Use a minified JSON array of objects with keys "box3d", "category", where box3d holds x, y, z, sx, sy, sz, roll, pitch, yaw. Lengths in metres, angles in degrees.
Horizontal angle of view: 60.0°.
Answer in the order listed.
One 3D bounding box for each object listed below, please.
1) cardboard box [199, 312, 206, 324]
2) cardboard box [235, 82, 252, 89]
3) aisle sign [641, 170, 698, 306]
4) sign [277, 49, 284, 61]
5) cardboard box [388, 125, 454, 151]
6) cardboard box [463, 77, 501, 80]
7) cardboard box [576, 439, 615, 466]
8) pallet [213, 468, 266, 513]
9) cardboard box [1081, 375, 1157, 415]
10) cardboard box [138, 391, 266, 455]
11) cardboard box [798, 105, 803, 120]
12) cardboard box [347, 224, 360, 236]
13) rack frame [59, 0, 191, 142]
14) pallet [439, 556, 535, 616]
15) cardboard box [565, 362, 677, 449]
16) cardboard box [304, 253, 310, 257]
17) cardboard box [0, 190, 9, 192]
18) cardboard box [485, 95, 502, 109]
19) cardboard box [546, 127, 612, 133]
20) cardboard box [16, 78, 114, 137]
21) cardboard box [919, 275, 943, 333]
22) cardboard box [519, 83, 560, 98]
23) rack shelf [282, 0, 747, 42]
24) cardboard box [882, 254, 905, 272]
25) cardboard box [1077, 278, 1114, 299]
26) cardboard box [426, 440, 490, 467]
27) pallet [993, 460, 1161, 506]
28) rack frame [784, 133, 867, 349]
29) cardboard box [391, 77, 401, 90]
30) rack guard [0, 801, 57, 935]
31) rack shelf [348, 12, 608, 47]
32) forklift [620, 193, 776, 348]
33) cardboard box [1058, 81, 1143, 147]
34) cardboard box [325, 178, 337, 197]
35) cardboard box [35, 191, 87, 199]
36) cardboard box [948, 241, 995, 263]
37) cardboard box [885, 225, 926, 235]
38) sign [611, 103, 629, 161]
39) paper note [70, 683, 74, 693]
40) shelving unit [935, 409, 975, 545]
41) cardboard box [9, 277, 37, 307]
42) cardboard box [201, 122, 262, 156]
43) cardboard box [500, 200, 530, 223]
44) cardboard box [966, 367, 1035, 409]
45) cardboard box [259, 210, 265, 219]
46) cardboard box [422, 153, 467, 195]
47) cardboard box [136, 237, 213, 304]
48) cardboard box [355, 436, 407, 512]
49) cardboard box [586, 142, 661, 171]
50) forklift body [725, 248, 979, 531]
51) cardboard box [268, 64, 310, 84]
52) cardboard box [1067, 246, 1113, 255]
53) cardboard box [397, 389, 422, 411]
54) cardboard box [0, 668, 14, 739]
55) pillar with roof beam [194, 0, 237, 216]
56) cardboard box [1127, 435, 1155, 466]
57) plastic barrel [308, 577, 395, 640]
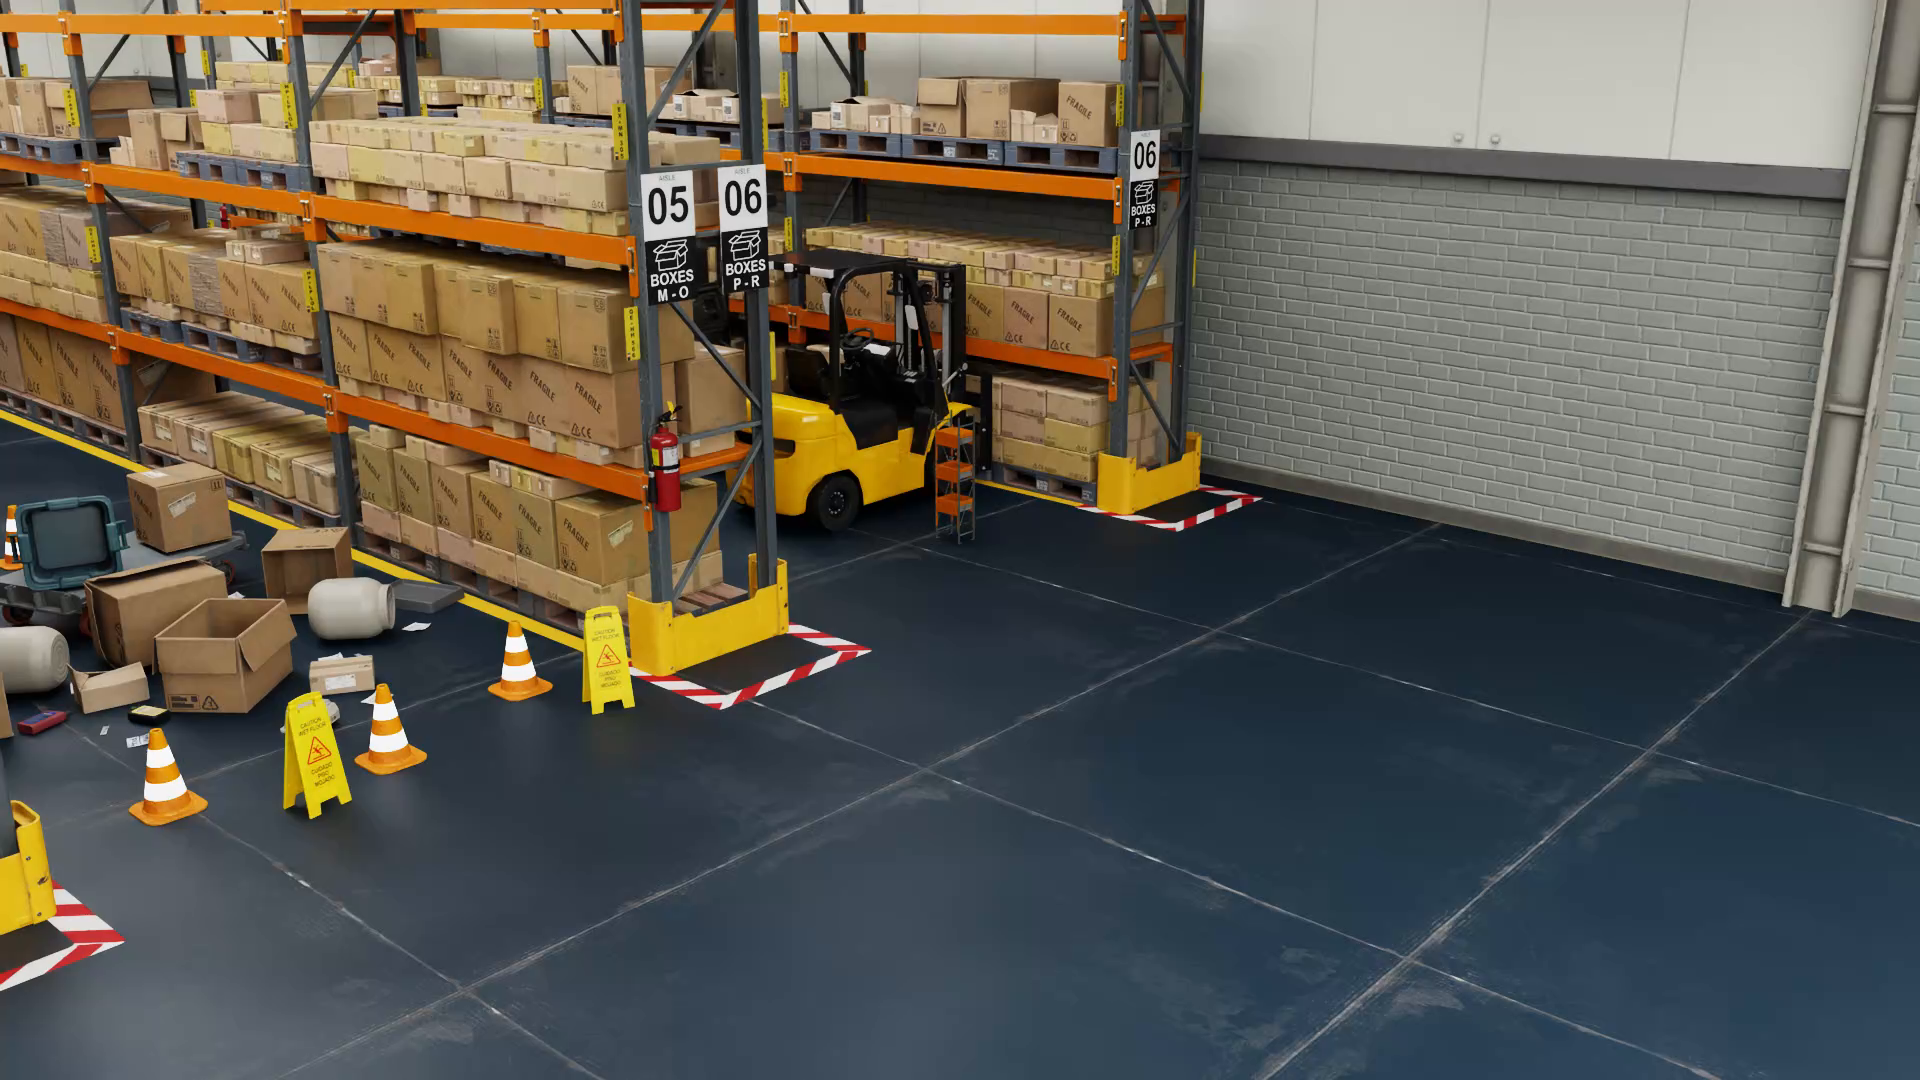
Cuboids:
[{"box3d":[-6.467,-1.996,14.664,0.250,0.149,0.380,16,24,41],"category":"cardboard box"},{"box3d":[-9.758,-6.273,23.217,0.500,0.250,0.500,16,23,40],"category":"cardboard box"},{"box3d":[-1.774,-1.846,10.172,0.004,0.787,0.394,15,23,39],"category":"aisle sign"},{"box3d":[-9.919,-6.995,24.270,0.005,0.325,0.100,15,23,39],"category":"sign"},{"box3d":[-3.797,-2.843,11.750,0.250,0.149,0.380,14,22,37],"category":"cardboard box"},{"box3d":[-5.839,-5.580,20.342,0.250,0.149,0.380,16,23,41],"category":"cardboard box"},{"box3d":[-2.312,-0.618,11.015,0.250,0.149,0.380,15,23,39],"category":"cardboard box"},{"box3d":[-6.119,-0.560,15.027,1.213,0.211,1.003,15,23,39],"category":"pallet"},{"box3d":[1.430,-1.314,14.993,0.500,0.250,0.500,15,23,38],"category":"cardboard box"},{"box3d":[-7.195,-1.123,15.842,0.625,0.372,0.950,13,22,36],"category":"cardboard box"},{"box3d":[-1.832,-4.385,17.066,0.250,0.149,0.380,15,23,39],"category":"cardboard box"},{"box3d":[-7.926,-4.153,22.153,0.250,0.149,0.380,16,24,41],"category":"cardboard box"},{"box3d":[-7.611,-5.151,14.965,0.127,3.000,1.000,15,23,39],"category":"rack frame"},{"box3d":[-3.177,0.213,12.593,1.213,0.211,1.003,15,23,39],"category":"pallet"},{"box3d":[-2.216,-0.921,10.898,0.500,0.500,0.500,15,23,38],"category":"cardboard box"},{"box3d":[-5.515,-2.240,14.359,0.500,0.500,0.500,15,23,39],"category":"cardboard box"},{"box3d":[-10.465,-3.465,17.754,0.500,0.500,0.500,15,23,40],"category":"cardboard box"},{"box3d":[-5.320,-5.135,19.464,0.250,0.149,0.380,15,23,39],"category":"cardboard box"},{"box3d":[-2.632,-2.770,11.520,0.250,0.149,0.380,16,24,41],"category":"cardboard box"},{"box3d":[-8.478,-4.125,15.831,0.500,0.500,0.700,14,22,37],"category":"cardboard box"},{"box3d":[-0.027,-2.203,15.431,0.500,0.500,0.500,15,23,40],"category":"cardboard box"},{"box3d":[-4.773,-5.107,18.884,0.250,0.149,0.380,16,24,41],"category":"cardboard box"},{"box3d":[-3.123,-3.602,11.279,4.000,0.370,1.077,15,23,39],"category":"rack shelf"},{"box3d":[-0.525,-2.628,15.697,0.250,0.149,0.380,15,23,39],"category":"cardboard box"},{"box3d":[1.219,-2.172,14.259,0.250,0.149,0.380,15,23,40],"category":"cardboard box"},{"box3d":[-3.715,-0.670,12.303,0.250,0.149,0.380,17,24,42],"category":"cardboard box"},{"box3d":[1.065,-0.624,15.228,1.213,0.211,1.003,15,23,39],"category":"pallet"},{"box3d":[-1.327,-2.612,16.883,0.127,3.000,1.000,15,23,39],"category":"rack frame"},{"box3d":[-6.760,-5.615,20.451,0.250,0.149,0.380,15,23,38],"category":"cardboard box"},{"box3d":[-4.820,1.651,7.582,0.348,0.500,1.175,15,23,39],"category":"rack guard"},{"box3d":[-5.815,-6.143,19.941,4.000,0.370,1.077,15,23,39],"category":"rack shelf"},{"box3d":[-2.387,-2.205,15.713,3.031,2.935,1.130,11,21,32],"category":"forklift"},{"box3d":[1.171,-3.568,13.911,0.500,0.500,0.500,16,24,41],"category":"cardboard box"},{"box3d":[-4.548,-2.679,12.551,0.250,0.149,0.380,15,23,38],"category":"cardboard box"},{"box3d":[-9.344,-3.377,17.477,0.500,0.500,0.500,16,24,41],"category":"cardboard box"},{"box3d":[0.105,-2.638,15.237,0.250,0.149,0.380,15,23,40],"category":"cardboard box"},{"box3d":[-0.521,-3.005,16.392,0.250,0.149,0.380,15,23,39],"category":"cardboard box"},{"box3d":[-2.011,-2.415,9.841,0.005,0.325,0.100,15,23,39],"category":"sign"},{"box3d":[-5.599,0.930,10.645,0.172,0.023,0.155,-9,20,-27],"category":"paper note"},{"box3d":[-0.040,-0.511,13.487,0.252,1.050,0.215,15,23,39],"category":"shelving unit"},{"box3d":[-9.320,-2.562,16.975,0.500,0.250,0.500,15,23,38],"category":"cardboard box"},{"box3d":[-5.908,-3.336,13.761,0.500,0.250,0.500,15,23,40],"category":"cardboard box"},{"box3d":[-2.827,-2.212,11.080,0.250,0.149,0.380,15,23,39],"category":"cardboard box"},{"box3d":[0.343,-1.397,15.254,0.500,0.250,0.500,15,23,40],"category":"cardboard box"},{"box3d":[-9.798,-4.688,23.840,0.250,0.149,0.380,15,23,39],"category":"cardboard box"},{"box3d":[-3.335,-2.532,11.429,0.500,0.250,0.500,15,23,40],"category":"cardboard box"},{"box3d":[-7.034,-2.435,14.975,0.500,0.500,0.500,17,24,42],"category":"cardboard box"},{"box3d":[-4.357,-0.556,13.015,0.500,0.500,0.500,16,24,42],"category":"cardboard box"},{"box3d":[-2.077,-2.376,10.279,0.250,0.149,0.380,15,23,40],"category":"cardboard box"},{"box3d":[-0.965,-1.372,14.380,1.214,2.155,2.313,15,23,39],"category":"forklift body"},{"box3d":[-8.997,-6.310,22.505,0.500,0.250,0.500,16,24,41],"category":"cardboard box"},{"box3d":[1.175,-2.533,14.906,0.250,0.149,0.380,16,23,40],"category":"cardboard box"},{"box3d":[-3.993,-1.090,12.502,0.250,0.149,0.380,16,24,41],"category":"cardboard box"},{"box3d":[-5.987,0.922,9.877,0.500,0.500,0.500,-13,22,-36],"category":"cardboard box"},{"box3d":[-14.579,-7.652,22.847,0.400,9.000,9.100,15,23,39],"category":"pillar with roof beam"},{"box3d":[1.427,-0.841,15.155,0.500,0.250,0.500,15,23,39],"category":"cardboard box"},{"box3d":[-4.177,0.471,11.429,0.512,0.421,0.421,-3,18,-8],"category":"plastic barrel"}]
